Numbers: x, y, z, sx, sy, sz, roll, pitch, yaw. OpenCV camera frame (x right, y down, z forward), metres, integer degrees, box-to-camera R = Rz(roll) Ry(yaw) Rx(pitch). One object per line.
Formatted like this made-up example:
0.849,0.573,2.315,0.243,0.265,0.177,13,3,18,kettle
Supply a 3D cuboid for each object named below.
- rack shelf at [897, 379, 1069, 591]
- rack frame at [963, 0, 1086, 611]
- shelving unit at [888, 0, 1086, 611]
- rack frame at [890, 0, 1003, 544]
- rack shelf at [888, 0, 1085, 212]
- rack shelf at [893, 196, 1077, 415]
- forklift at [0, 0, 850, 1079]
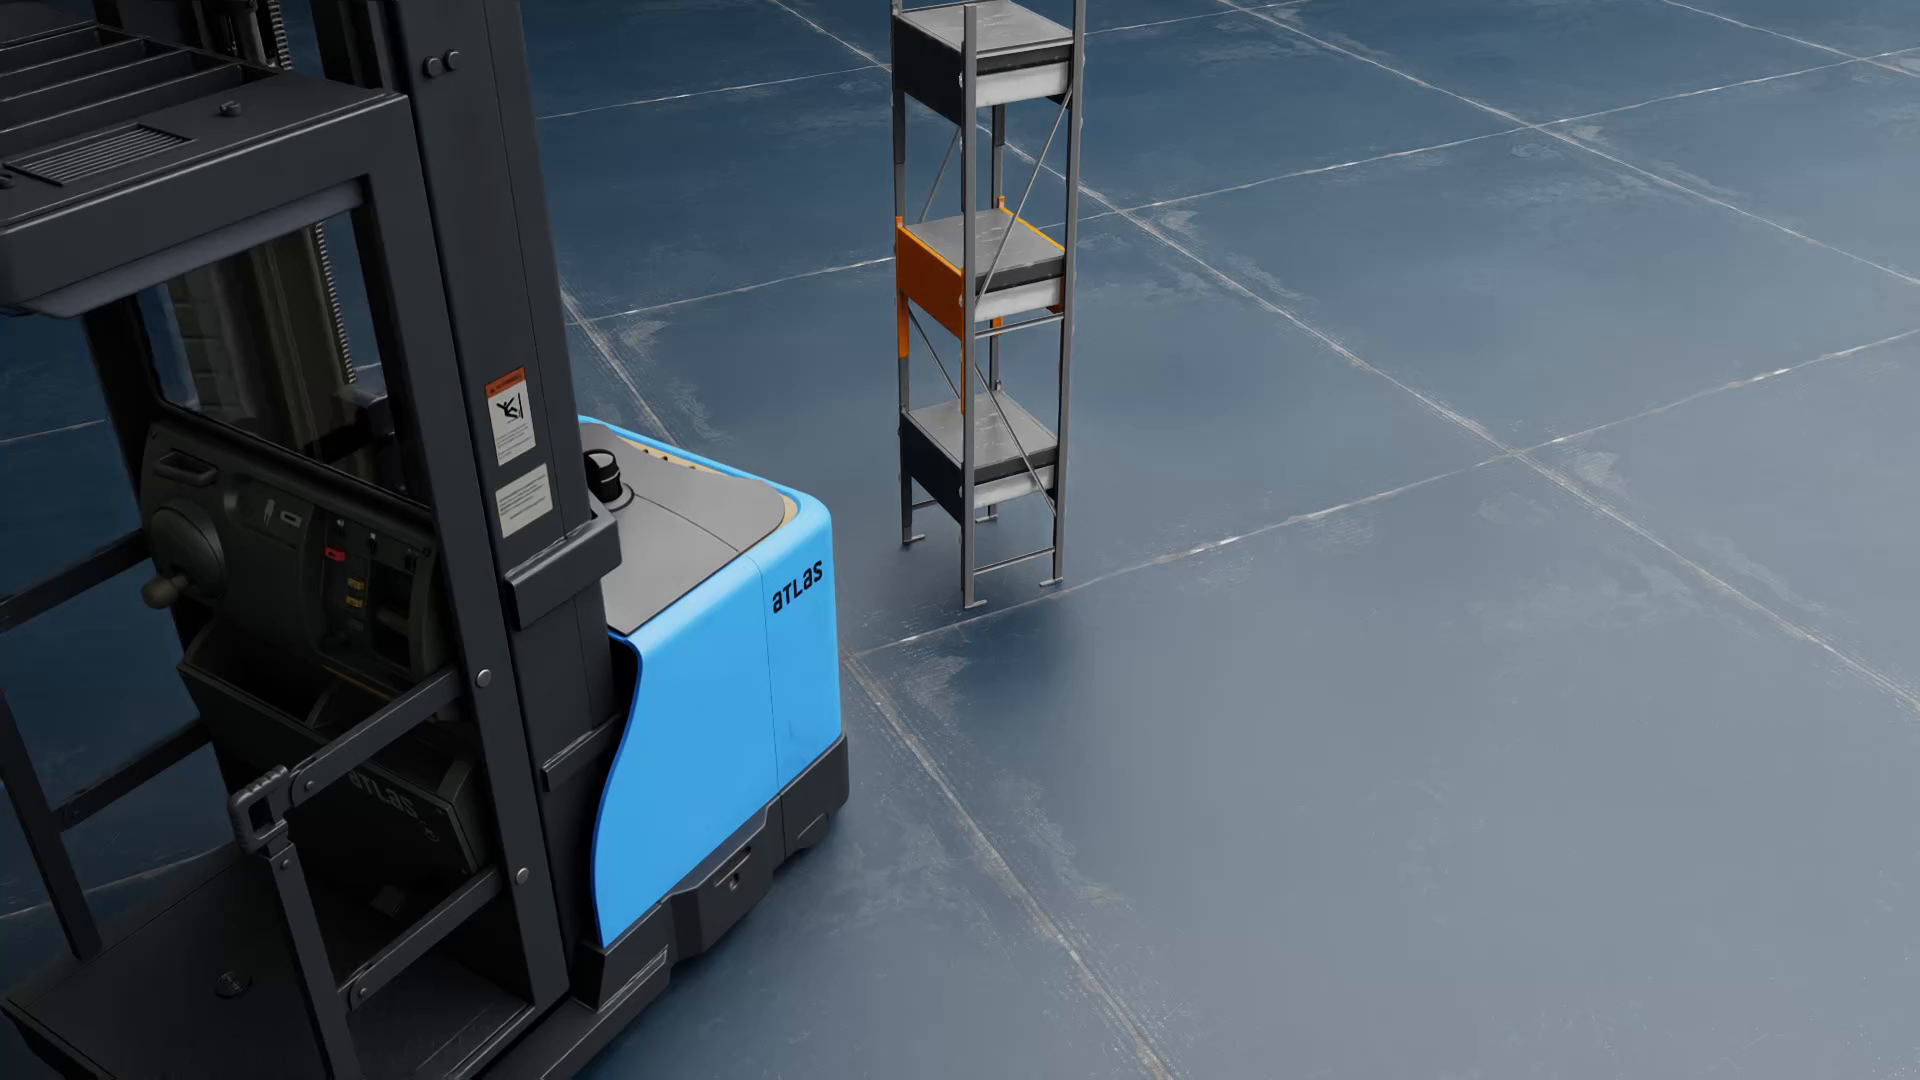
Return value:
0.077,-0.204,5.945,0.431,0.518,0.480,-16,36,-23,rack shelf
0.191,-0.689,5.379,0.400,2.100,0.015,-16,36,-23,rack frame
0.077,-0.805,5.560,0.431,2.100,0.503,-16,36,-23,shelving unit
-0.037,-0.922,5.742,0.400,2.100,0.015,-16,36,-23,rack frame
0.077,-1.383,5.190,0.431,0.518,0.480,-16,36,-23,rack shelf
0.077,-0.794,5.568,0.431,0.518,0.480,-16,36,-23,rack shelf
-1.554,0.090,3.392,1.130,2.935,3.031,19,37,27,forklift
